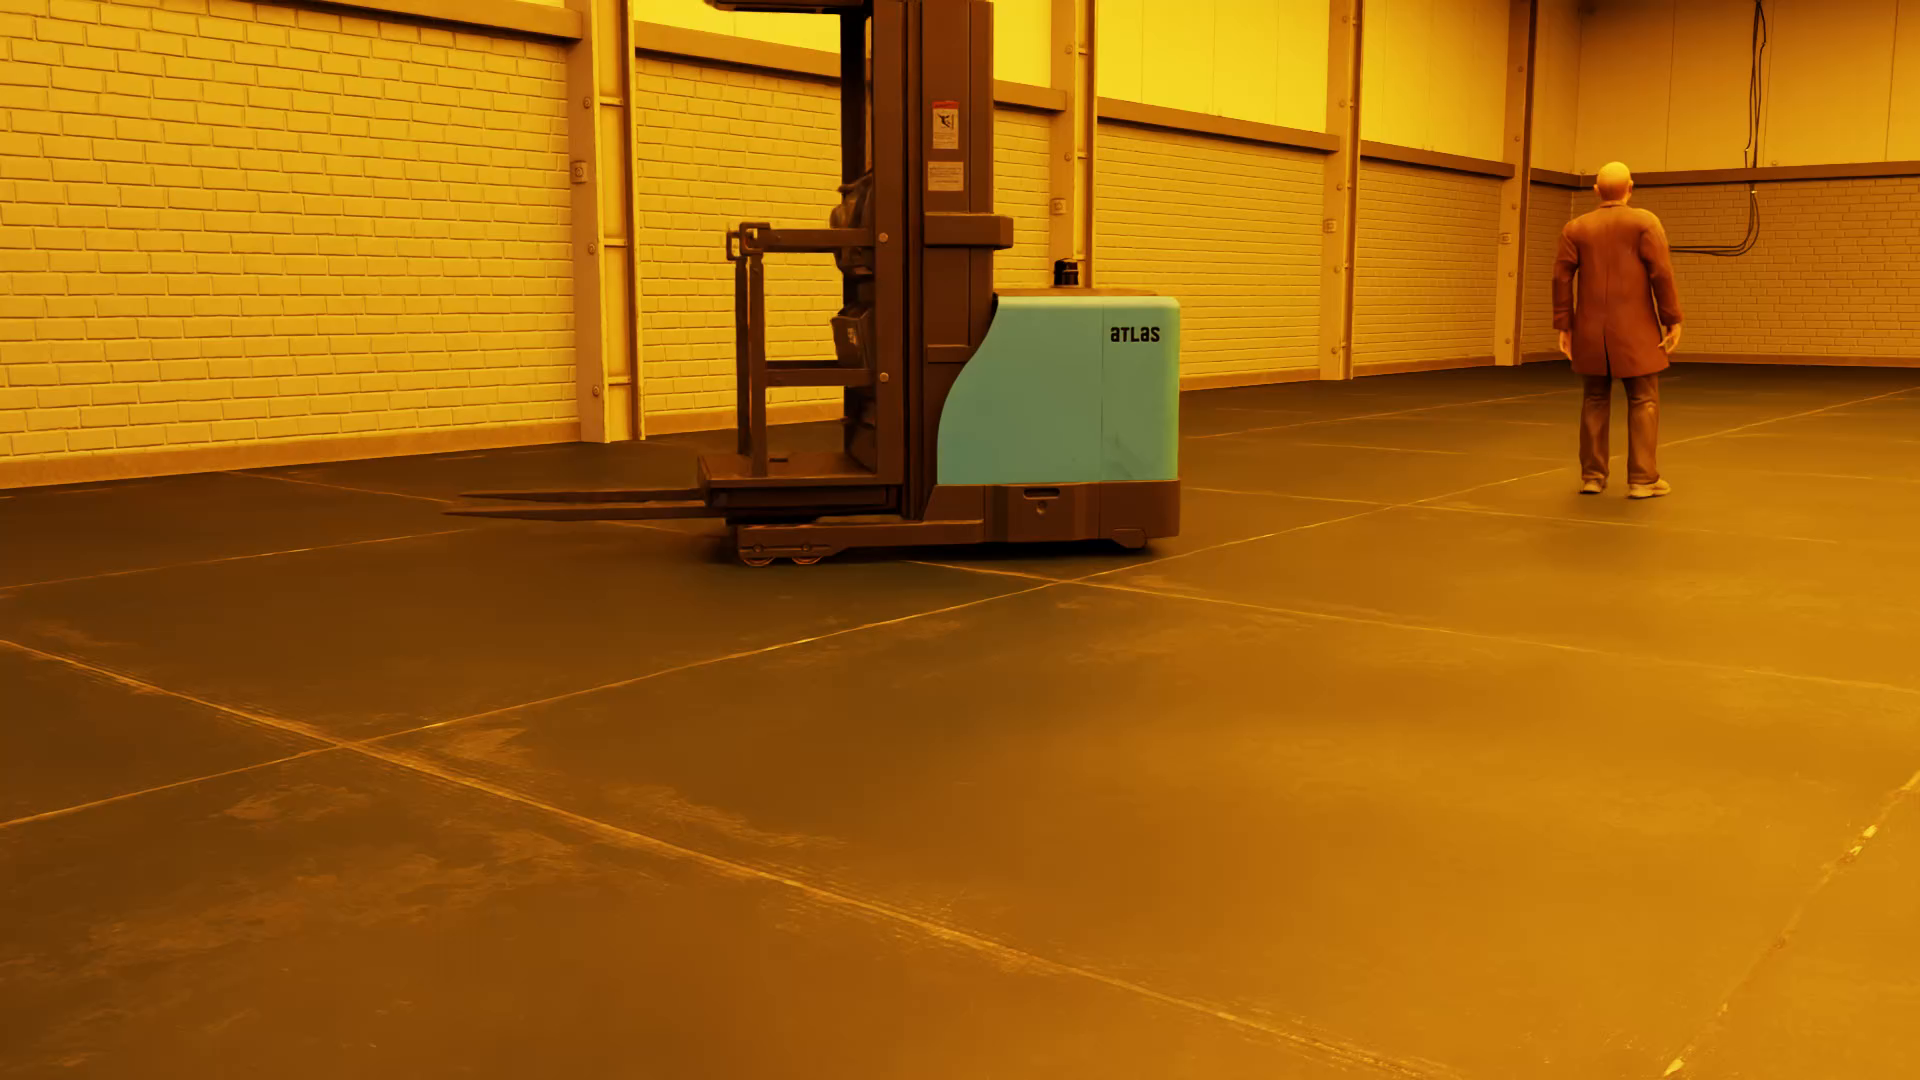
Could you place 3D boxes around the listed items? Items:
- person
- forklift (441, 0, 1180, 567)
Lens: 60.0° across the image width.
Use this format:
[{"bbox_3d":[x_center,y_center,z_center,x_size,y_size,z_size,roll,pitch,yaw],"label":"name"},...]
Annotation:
[{"bbox_3d":[3.572,-1.124,8.996,0.683,1.793,0.495,7,11,41],"label":"person"},{"bbox_3d":[-0.635,-1.426,7.025,3.031,2.935,1.130,-2,8,-11],"label":"forklift"}]
